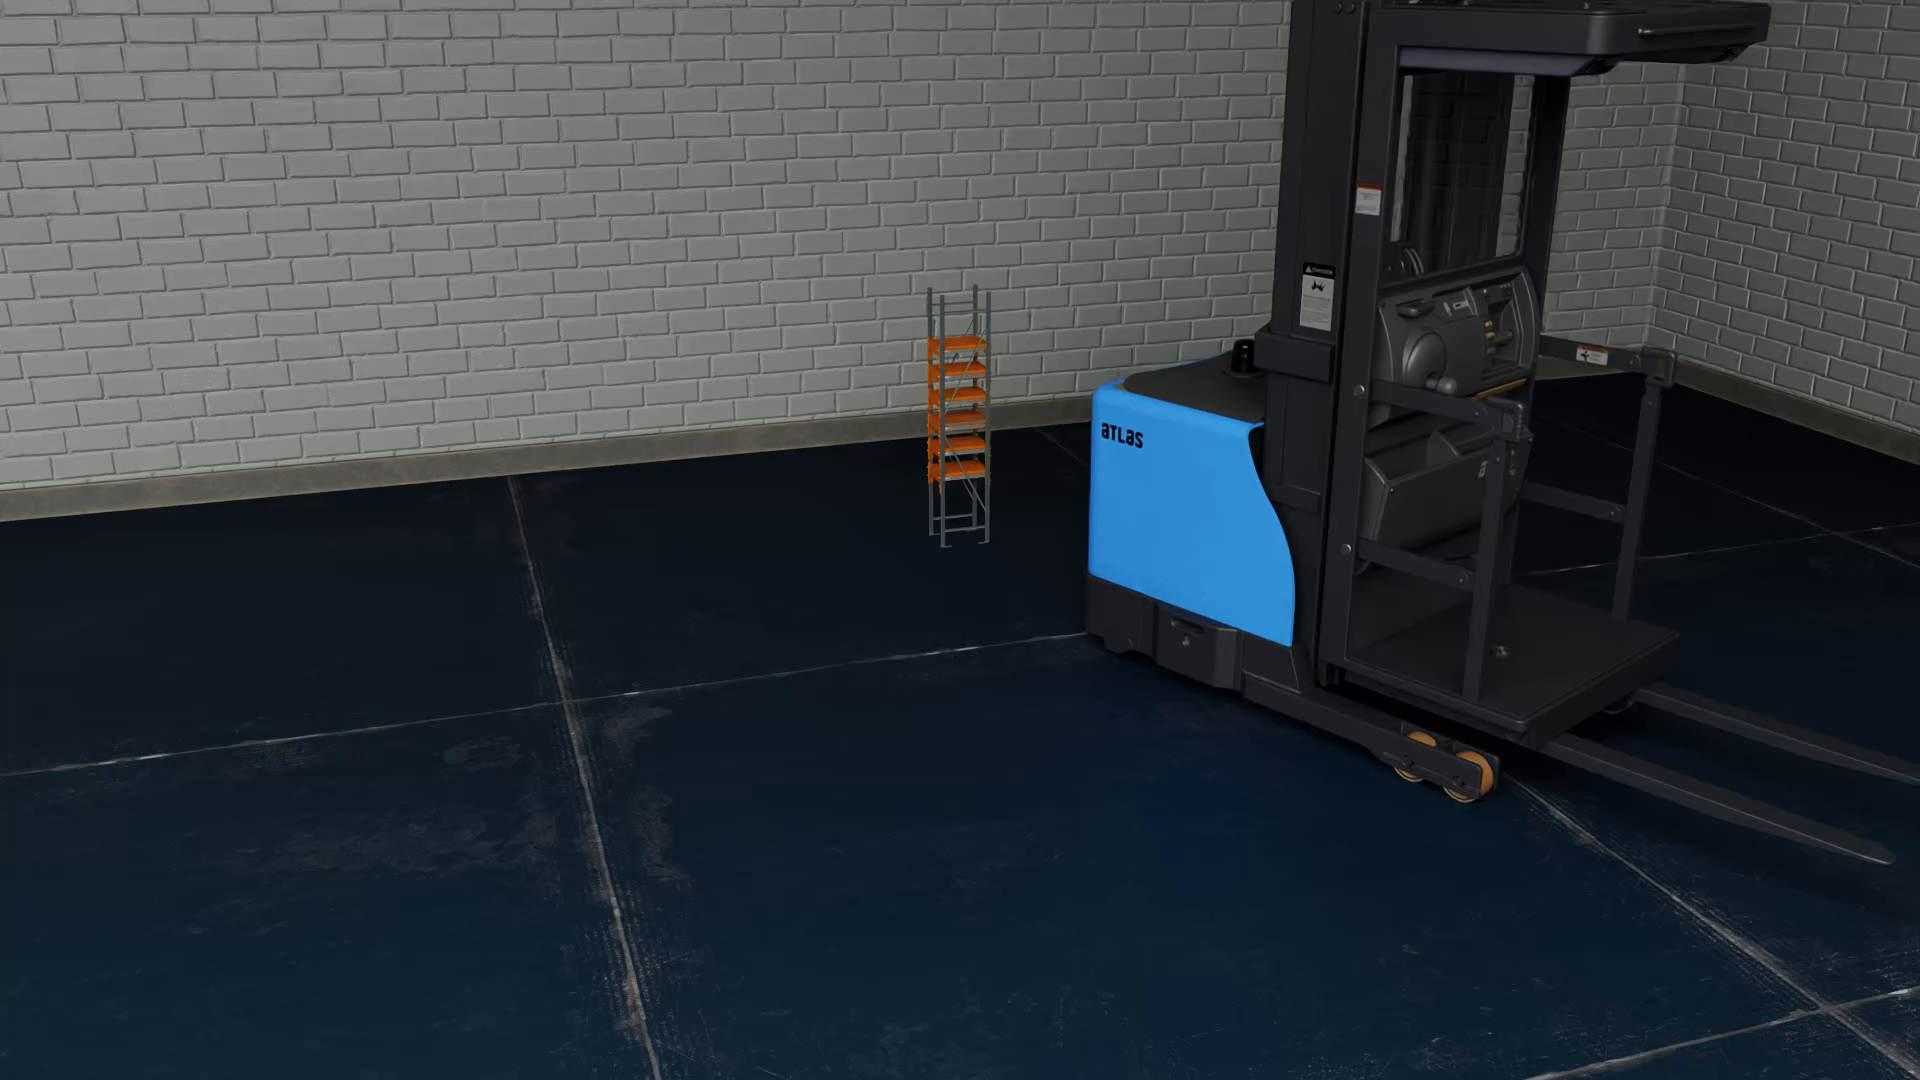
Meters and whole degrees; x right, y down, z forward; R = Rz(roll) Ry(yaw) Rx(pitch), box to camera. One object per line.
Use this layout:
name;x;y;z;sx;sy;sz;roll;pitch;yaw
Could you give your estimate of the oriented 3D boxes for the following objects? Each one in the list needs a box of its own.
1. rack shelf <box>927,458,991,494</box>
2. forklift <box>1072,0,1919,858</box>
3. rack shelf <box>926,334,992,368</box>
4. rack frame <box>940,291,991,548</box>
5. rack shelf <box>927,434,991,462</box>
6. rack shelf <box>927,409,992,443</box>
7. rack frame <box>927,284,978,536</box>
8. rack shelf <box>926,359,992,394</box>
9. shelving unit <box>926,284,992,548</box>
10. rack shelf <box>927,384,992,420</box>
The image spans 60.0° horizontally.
rack shelf;-0.005;-0.302;7.823;0.258;0.103;0.180;-6;21;-17
forklift;1.818;-0.721;5.588;1.130;2.935;3.031;-17;26;-39
rack shelf;-0.005;-0.866;7.620;0.258;0.103;0.180;-6;21;-17
rack frame;0.024;-0.540;7.645;0.240;1.200;0.006;-6;21;-17
rack shelf;-0.005;-0.415;7.782;0.258;0.103;0.180;-6;21;-17
rack shelf;-0.005;-0.528;7.742;0.258;0.103;0.180;-6;21;-17
rack frame;-0.033;-0.599;7.808;0.240;1.200;0.006;-6;21;-17
rack shelf;-0.005;-0.753;7.660;0.258;0.103;0.180;-6;21;-17
shelving unit;-0.005;-0.569;7.727;0.258;1.200;0.189;-6;21;-17
rack shelf;-0.005;-0.640;7.701;0.258;0.103;0.180;-6;21;-17
